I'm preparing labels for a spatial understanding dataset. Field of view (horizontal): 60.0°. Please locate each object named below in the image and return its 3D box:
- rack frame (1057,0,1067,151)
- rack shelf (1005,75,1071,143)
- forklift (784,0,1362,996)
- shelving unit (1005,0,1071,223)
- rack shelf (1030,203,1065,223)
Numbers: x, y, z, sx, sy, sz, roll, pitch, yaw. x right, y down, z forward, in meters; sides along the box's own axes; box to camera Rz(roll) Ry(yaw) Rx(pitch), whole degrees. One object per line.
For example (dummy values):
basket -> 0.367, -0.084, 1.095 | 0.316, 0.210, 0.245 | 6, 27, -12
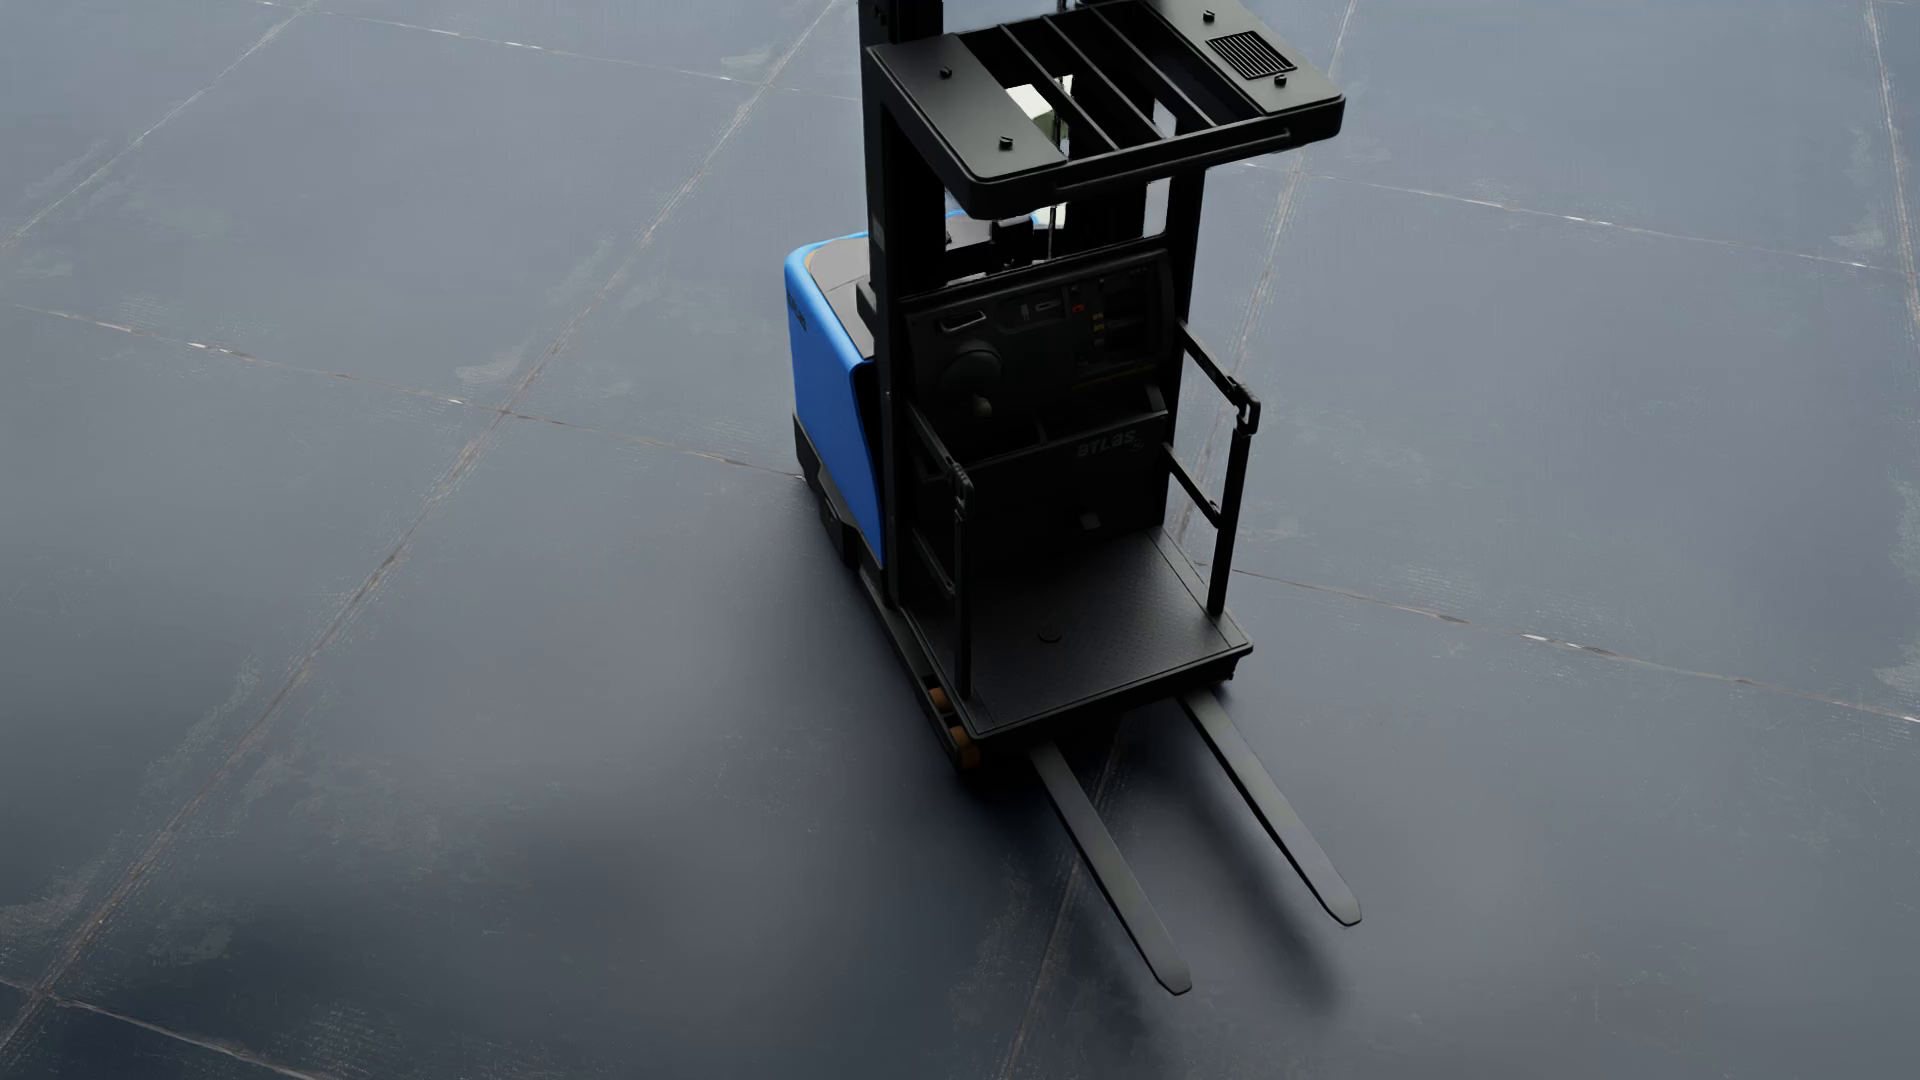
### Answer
rack frame -> 0.542, -1.616, 7.329 | 0.023, 1.500, 0.400 | -30, 52, -27
rack shelf -> 0.260, -1.732, 6.889 | 0.720, 0.370, 0.431 | -30, 52, -27
forklift -> 0.357, -0.576, 5.243 | 1.130, 2.935, 3.031 | -17, 47, -16
shelving unit -> 0.261, -1.453, 7.161 | 0.755, 1.500, 0.431 | -30, 52, -27
rack shelf -> 0.261, -1.219, 7.389 | 0.720, 0.370, 0.431 | -30, 52, -27
